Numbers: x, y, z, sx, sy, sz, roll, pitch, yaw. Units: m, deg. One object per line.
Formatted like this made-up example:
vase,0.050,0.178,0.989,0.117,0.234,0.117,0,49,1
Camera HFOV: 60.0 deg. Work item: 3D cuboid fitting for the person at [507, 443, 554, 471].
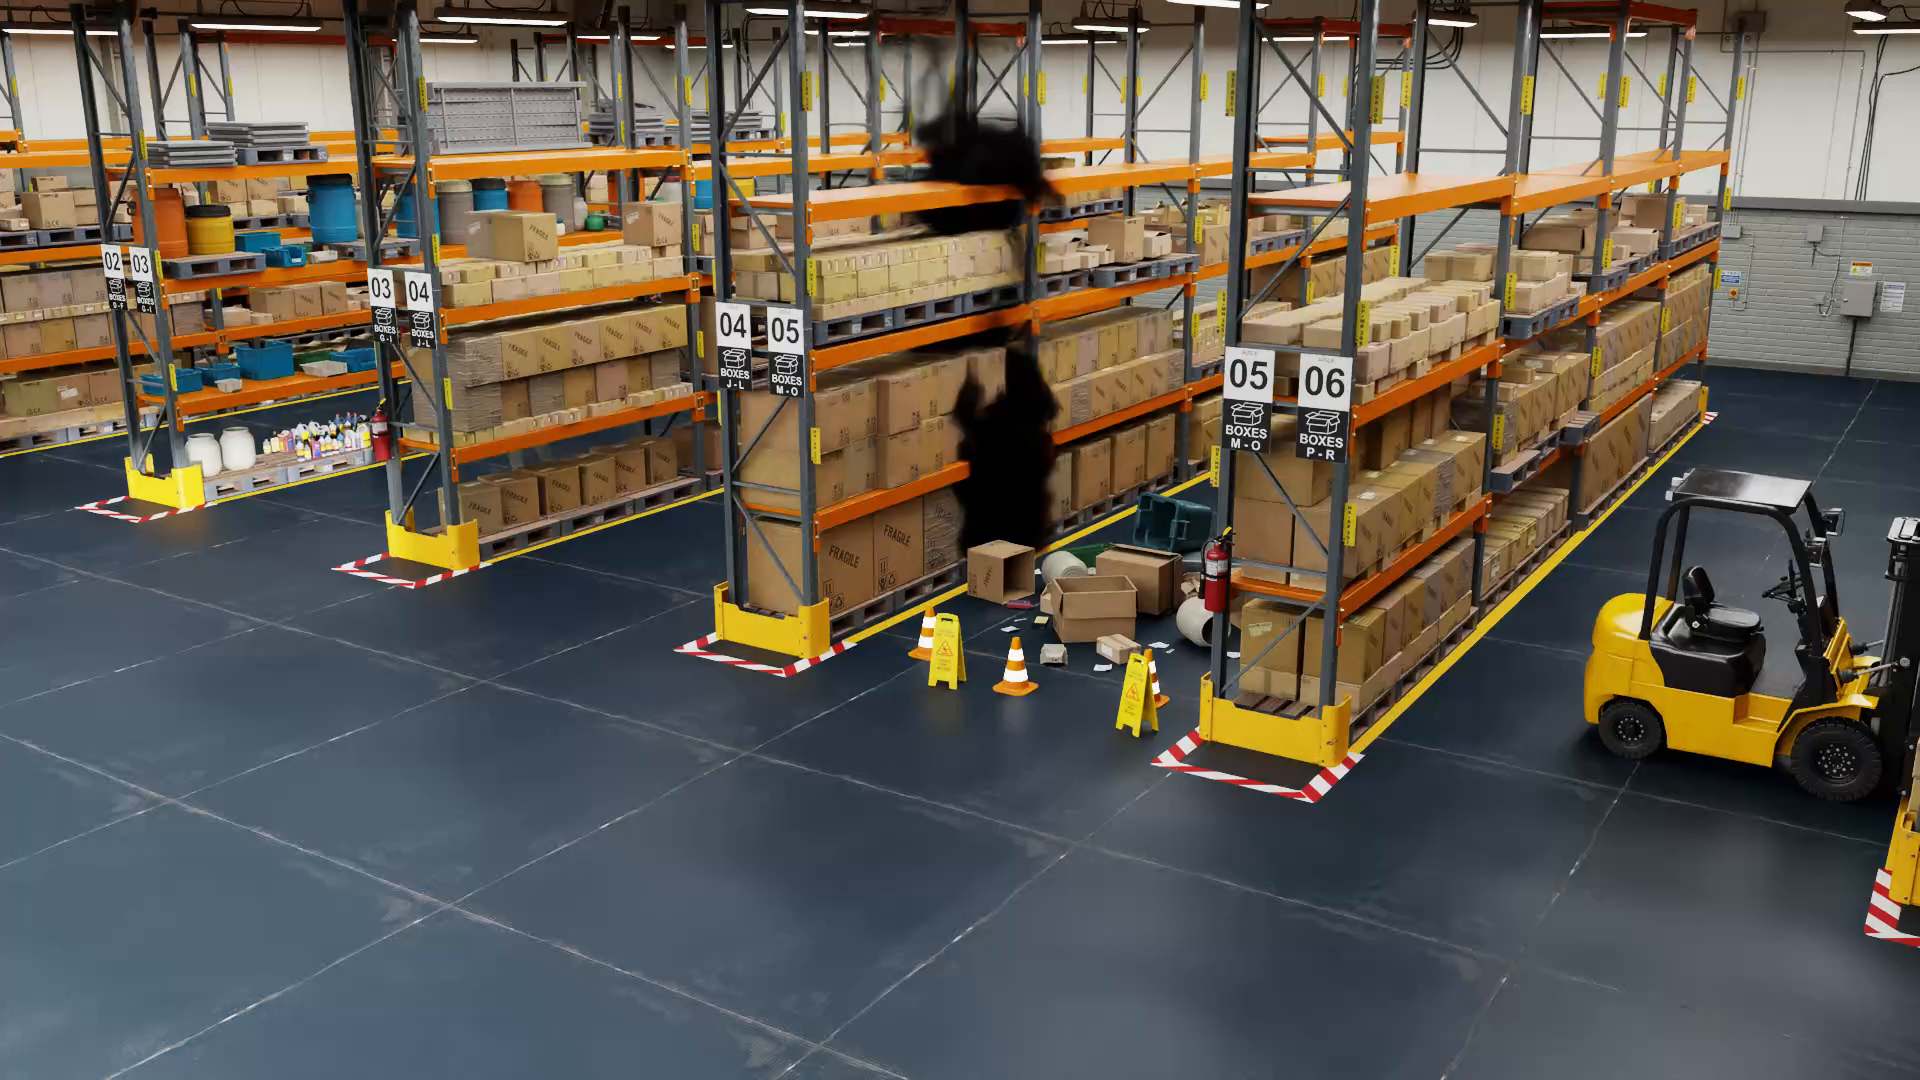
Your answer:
person,-5.654,-1.587,21.671,0.633,1.849,0.761,7,17,23

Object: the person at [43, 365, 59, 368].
person,-14.164,-2.809,25.998,0.700,1.762,0.957,7,17,23

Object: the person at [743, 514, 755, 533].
person,-2.283,-0.757,18.835,0.549,1.684,0.673,5,16,16
